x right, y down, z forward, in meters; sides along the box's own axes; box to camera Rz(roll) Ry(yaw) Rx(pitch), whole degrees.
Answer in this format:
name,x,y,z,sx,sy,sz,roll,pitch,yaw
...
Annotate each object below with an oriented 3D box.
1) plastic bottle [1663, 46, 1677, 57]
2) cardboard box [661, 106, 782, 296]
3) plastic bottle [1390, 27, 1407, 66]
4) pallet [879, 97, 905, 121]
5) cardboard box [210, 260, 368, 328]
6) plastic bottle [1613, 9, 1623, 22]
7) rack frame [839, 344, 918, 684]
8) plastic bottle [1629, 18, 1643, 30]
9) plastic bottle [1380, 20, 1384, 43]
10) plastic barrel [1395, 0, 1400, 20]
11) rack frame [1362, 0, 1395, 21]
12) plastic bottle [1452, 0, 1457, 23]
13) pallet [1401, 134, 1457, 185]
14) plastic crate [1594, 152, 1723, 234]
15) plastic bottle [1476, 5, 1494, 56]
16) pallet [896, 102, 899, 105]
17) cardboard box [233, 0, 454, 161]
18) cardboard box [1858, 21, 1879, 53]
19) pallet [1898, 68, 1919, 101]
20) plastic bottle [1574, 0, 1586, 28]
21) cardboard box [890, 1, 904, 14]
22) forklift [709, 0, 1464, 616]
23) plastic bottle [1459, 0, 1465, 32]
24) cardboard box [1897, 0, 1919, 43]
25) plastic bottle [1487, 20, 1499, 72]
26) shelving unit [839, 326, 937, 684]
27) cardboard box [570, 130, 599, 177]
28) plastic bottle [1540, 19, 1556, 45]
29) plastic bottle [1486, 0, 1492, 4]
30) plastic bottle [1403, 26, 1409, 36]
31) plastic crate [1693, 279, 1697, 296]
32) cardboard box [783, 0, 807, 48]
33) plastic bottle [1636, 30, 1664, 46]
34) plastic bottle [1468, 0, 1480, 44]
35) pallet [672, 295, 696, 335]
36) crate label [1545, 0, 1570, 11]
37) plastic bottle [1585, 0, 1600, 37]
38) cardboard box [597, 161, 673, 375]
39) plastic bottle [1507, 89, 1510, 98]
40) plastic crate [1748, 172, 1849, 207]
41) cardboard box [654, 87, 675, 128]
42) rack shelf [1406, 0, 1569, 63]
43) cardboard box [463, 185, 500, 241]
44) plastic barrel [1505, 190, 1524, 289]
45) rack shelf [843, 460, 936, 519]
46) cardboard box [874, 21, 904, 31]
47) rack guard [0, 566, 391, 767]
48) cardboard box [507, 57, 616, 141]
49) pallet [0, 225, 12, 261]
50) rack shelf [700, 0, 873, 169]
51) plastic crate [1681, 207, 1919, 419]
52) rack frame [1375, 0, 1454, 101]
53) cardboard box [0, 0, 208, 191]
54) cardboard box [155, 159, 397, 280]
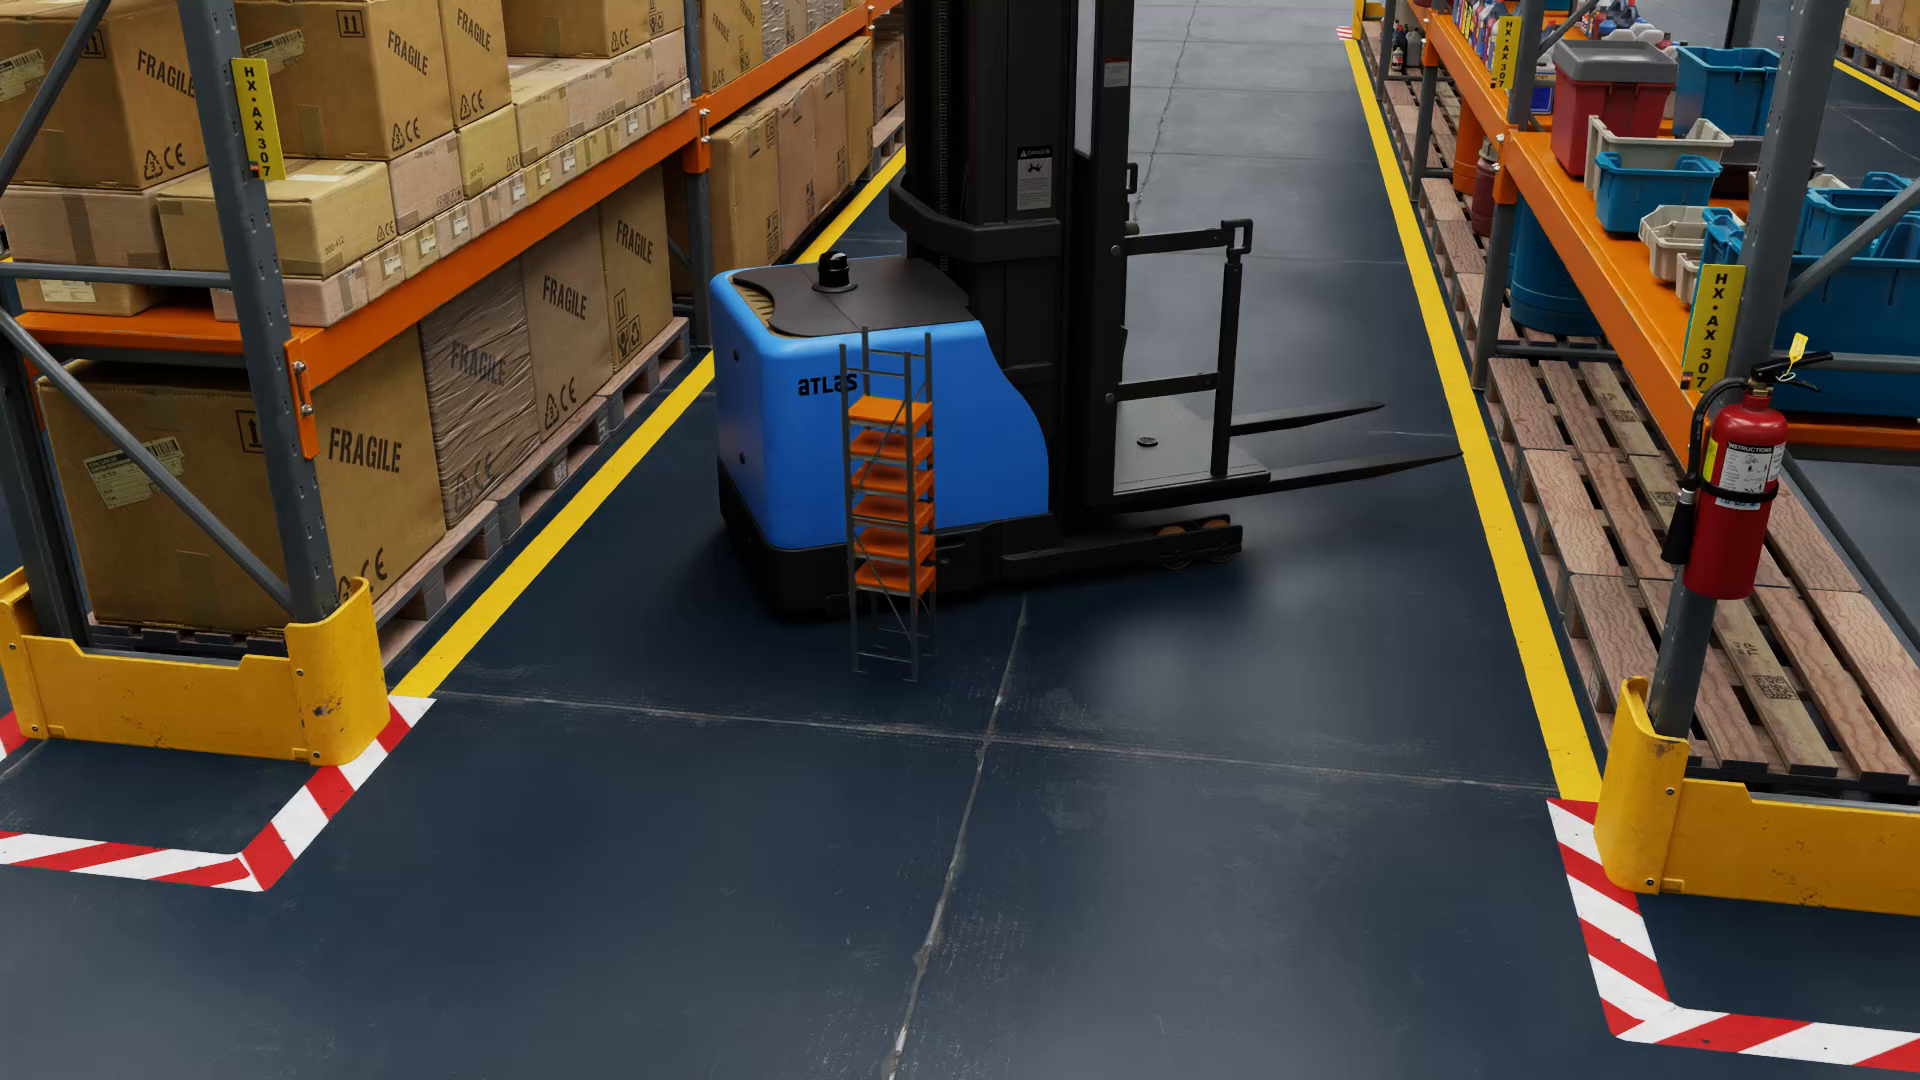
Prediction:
name,x,y,z,sx,sy,sz,roll,pitch,yaw
plastic bottle,3.584,-2.358,8.395,0.152,0.276,0.135,4,25,9
cardboard box,-1.729,-1.934,9.354,1.225,0.875,0.875,4,25,9
plastic bottle,4.201,-4.728,15.919,0.144,0.351,0.185,3,25,7
pallet,-0.829,-3.682,14.368,1.003,0.211,1.213,4,25,9
cardboard box,-2.084,-0.776,5.165,0.380,0.149,0.250,4,25,9
plastic bottle,3.783,-2.908,9.562,0.061,0.283,0.133,4,25,9
rack frame,-0.262,-0.064,5.470,0.240,1.200,0.006,8,28,17
plastic bottle,3.775,-2.774,9.290,0.097,0.271,0.097,0,25,0
plastic bottle,4.375,-5.251,17.116,0.061,0.283,0.133,4,25,9
plastic barrel,5.002,-5.895,18.246,0.421,0.512,0.421,0,25,0
rack frame,5.034,-7.112,18.407,1.000,3.000,0.127,4,25,9
plastic bottle,3.337,-3.552,10.946,0.152,0.276,0.135,4,25,9
pallet,3.891,-2.825,12.536,1.003,0.211,1.213,4,25,9
plastic crate,2.502,-1.249,6.006,0.416,0.233,0.300,4,25,9
plastic bottle,3.110,-2.972,9.707,0.152,0.276,0.135,4,25,9
pallet,-0.632,-4.194,15.461,1.003,0.211,1.213,4,25,9
cardboard box,-2.041,-1.561,5.489,0.500,0.500,0.500,3,25,7
cardboard box,9.453,-5.085,16.824,0.500,0.250,0.500,4,25,9
pallet,9.438,-4.162,15.391,1.003,0.211,1.213,4,25,9
plastic bottle,4.044,-3.431,10.776,0.097,0.201,0.097,0,25,0
cardboard box,-0.401,-5.005,16.358,0.500,0.500,0.500,3,25,7
forklift,0.589,-1.415,6.315,3.031,2.935,1.130,-8,26,-17
plastic bottle,3.261,-3.358,10.533,0.152,0.276,0.135,4,25,9
cardboard box,9.298,-5.006,15.770,0.500,0.500,0.500,4,25,9
plastic bottle,3.020,-2.742,9.215,0.152,0.276,0.135,4,25,9
shelving unit,-0.232,-0.102,5.548,0.258,1.200,0.189,8,28,17
cardboard box,-1.750,-1.635,7.002,0.380,0.149,0.250,4,25,8
plastic bottle,3.073,-2.546,8.708,0.144,0.351,0.185,4,25,9
plastic bottle,3.275,-3.305,10.425,0.097,0.271,0.097,0,25,0
plastic bottle,4.391,-4.917,16.401,0.061,0.283,0.133,4,25,9
plastic crate,2.374,-0.682,4.909,0.396,0.136,0.243,4,25,9
cardboard box,-1.249,-3.293,10.129,0.500,0.500,0.500,5,25,10
plastic bottle,3.676,-2.592,8.895,0.152,0.276,0.135,4,25,9
plastic bottle,3.156,-3.157,10.109,0.097,0.271,0.097,0,25,0
pallet,-1.762,-1.502,9.709,1.003,0.211,1.213,4,25,9
crate label,4.165,-3.841,11.615,0.303,0.233,0.416,4,25,9
plastic bottle,3.975,-3.285,10.381,0.097,0.271,0.097,0,25,0
cardboard box,-2.000,-1.394,8.201,0.875,0.875,0.875,4,25,9
plastic bottle,2.878,-2.377,8.437,0.152,0.276,0.135,4,25,9
plastic crate,3.085,-1.252,6.127,0.293,0.136,0.466,4,25,9
cardboard box,-1.582,-2.065,7.919,0.380,0.149,0.250,5,25,10
rack shelf,4.053,-4.277,13.198,1.077,0.370,4.000,4,25,9
cardboard box,-1.918,-1.205,6.083,0.380,0.149,0.250,4,25,7
plastic barrel,3.294,-1.856,9.156,0.600,0.901,0.708,4,25,9
rack shelf,-0.233,-0.170,5.514,0.258,0.103,0.180,8,28,17
cardboard box,-0.724,-4.396,15.033,0.700,0.500,0.500,4,25,8
rack guard,-2.471,0.378,5.352,1.175,0.500,0.348,4,25,9
cardboard box,-1.792,-1.871,7.034,0.500,0.250,0.500,5,25,10
pallet,-6.564,-1.885,10.529,1.003,0.211,1.213,4,25,9
rack shelf,-1.487,-2.947,10.357,1.077,0.370,4.000,4,25,9
plastic crate,2.290,-0.617,4.417,0.616,0.435,0.499,4,25,9
rack frame,4.380,-5.439,14.832,1.000,3.000,0.127,4,25,9
cardboard box,-2.647,-1.392,5.127,0.500,0.500,0.500,4,25,9
cardboard box,-2.122,-1.013,5.201,0.500,0.250,0.500,3,25,7
